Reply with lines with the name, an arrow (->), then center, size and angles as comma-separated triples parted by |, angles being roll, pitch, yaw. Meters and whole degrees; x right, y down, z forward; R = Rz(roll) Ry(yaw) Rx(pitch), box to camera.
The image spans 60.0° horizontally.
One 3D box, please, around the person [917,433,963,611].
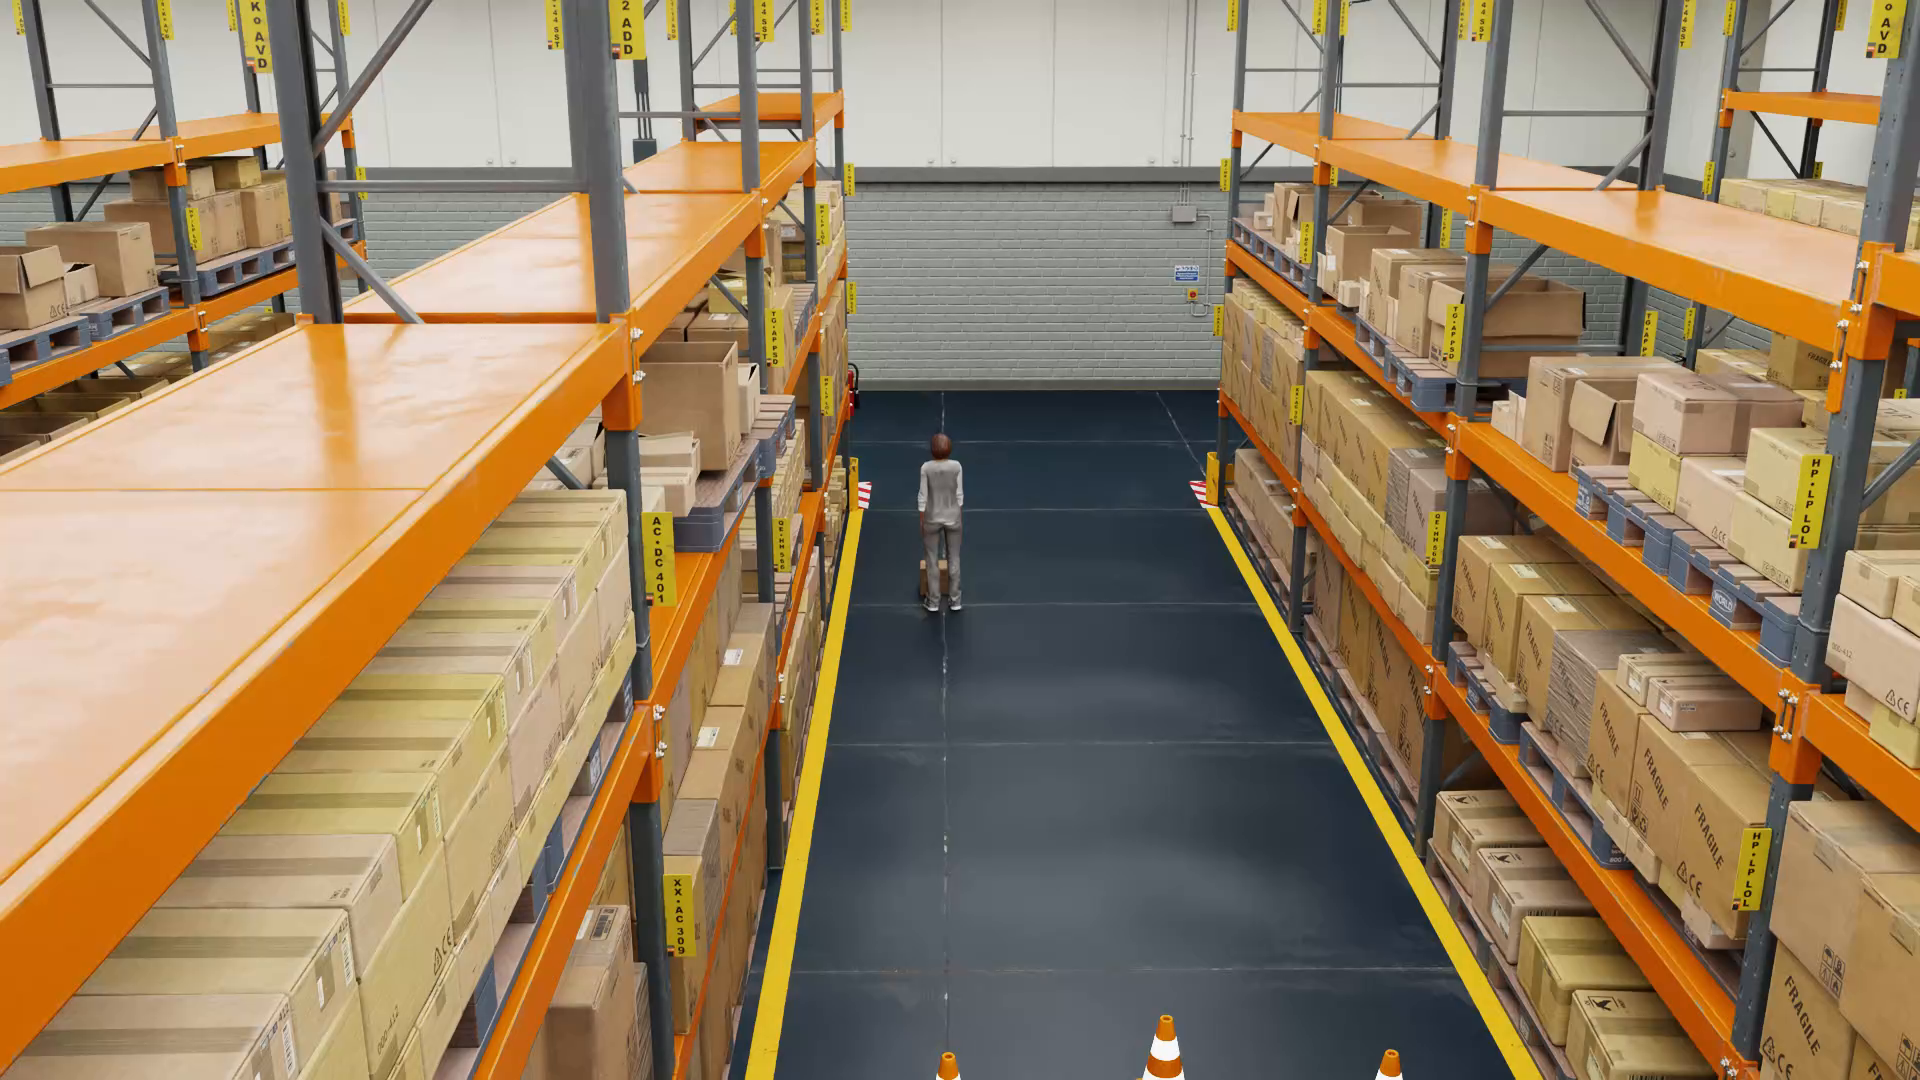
person -> -0.173, -0.158, 14.559 | 0.404, 1.598, 0.313 | -2, 18, -8
